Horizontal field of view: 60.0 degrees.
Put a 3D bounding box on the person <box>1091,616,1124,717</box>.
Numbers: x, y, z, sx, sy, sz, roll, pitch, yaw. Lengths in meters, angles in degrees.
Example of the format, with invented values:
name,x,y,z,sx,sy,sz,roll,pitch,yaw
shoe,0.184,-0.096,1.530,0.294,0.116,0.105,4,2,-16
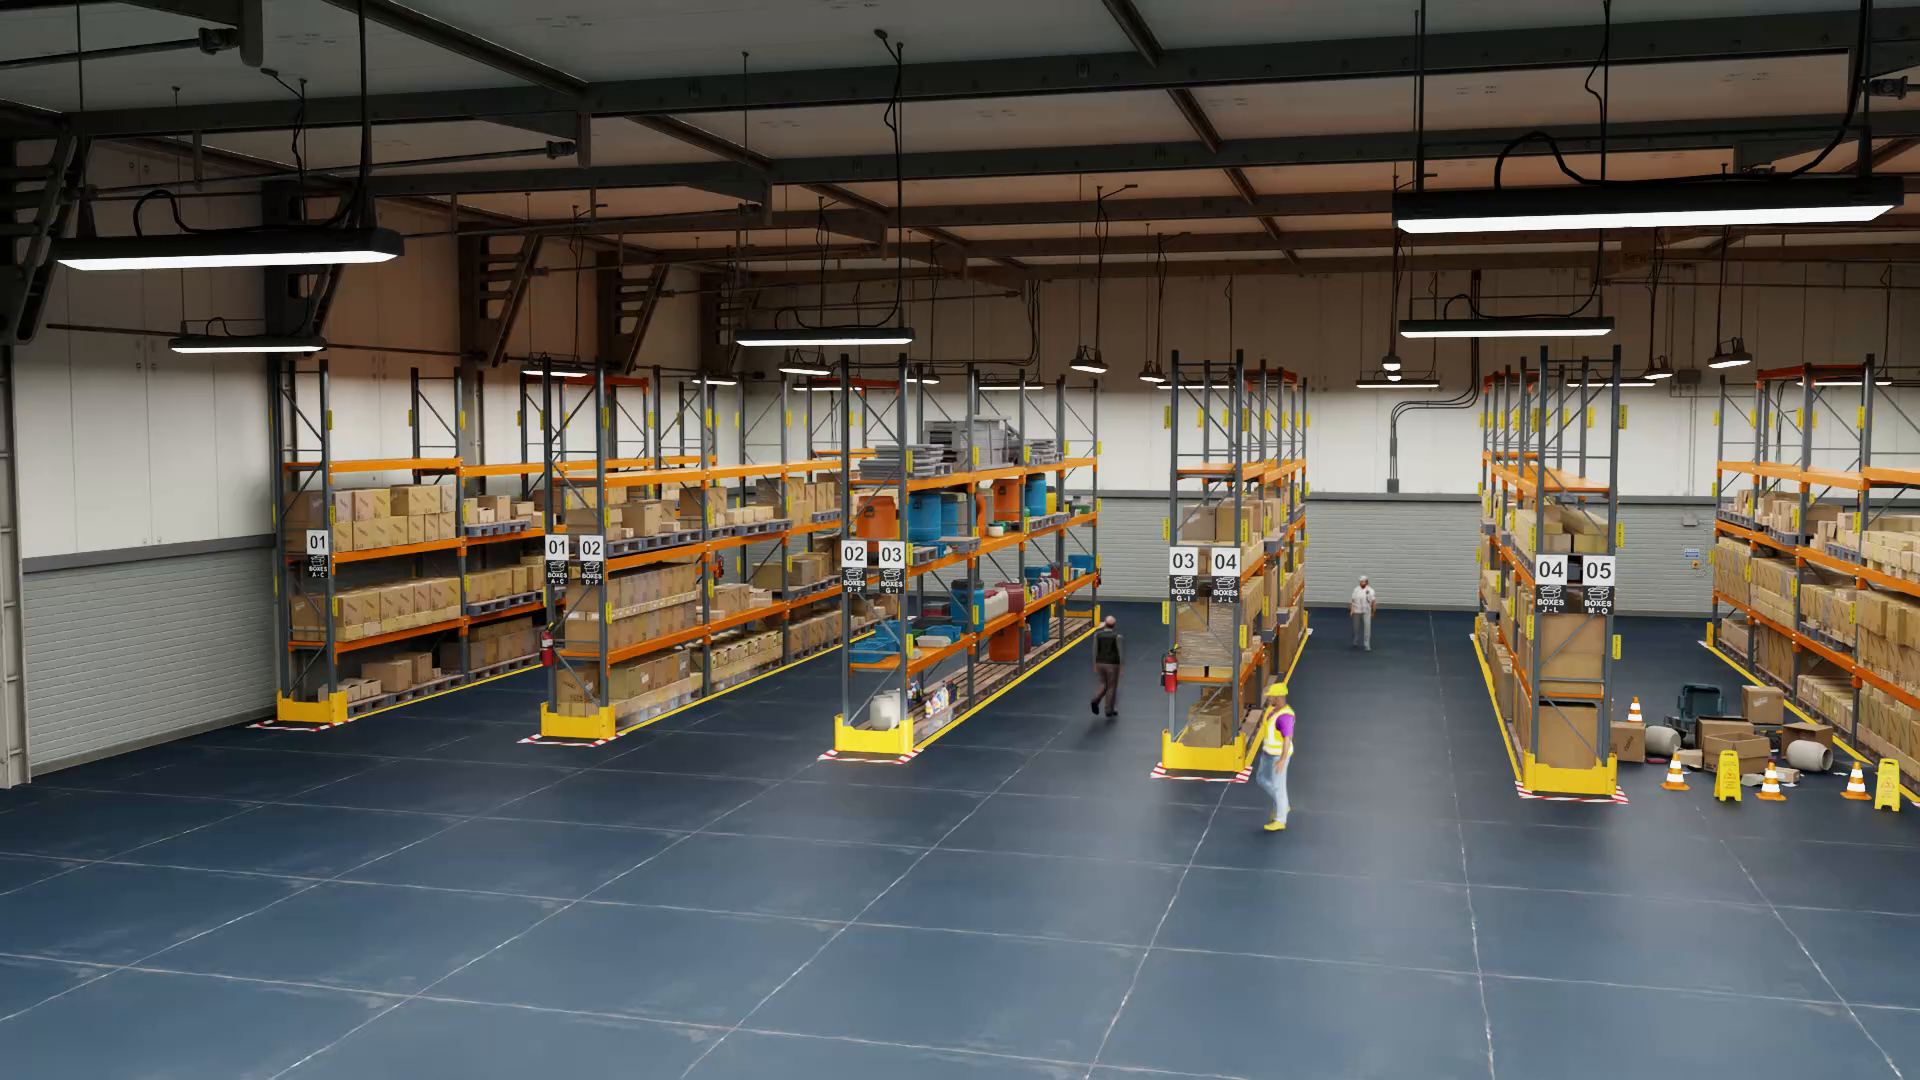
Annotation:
name,x,y,z,sx,sy,sz,roll,pitch,yaw
person,2.488,2.122,27.979,0.524,1.707,0.508,-4,5,-40

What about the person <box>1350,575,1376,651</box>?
name,x,y,z,sx,sy,sz,roll,pitch,yaw
person,8.799,1.577,36.357,0.558,1.619,0.940,0,4,5

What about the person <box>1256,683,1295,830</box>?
name,x,y,z,sx,sy,sz,roll,pitch,yaw
person,3.895,2.638,20.454,0.499,1.770,0.649,-1,4,-14
